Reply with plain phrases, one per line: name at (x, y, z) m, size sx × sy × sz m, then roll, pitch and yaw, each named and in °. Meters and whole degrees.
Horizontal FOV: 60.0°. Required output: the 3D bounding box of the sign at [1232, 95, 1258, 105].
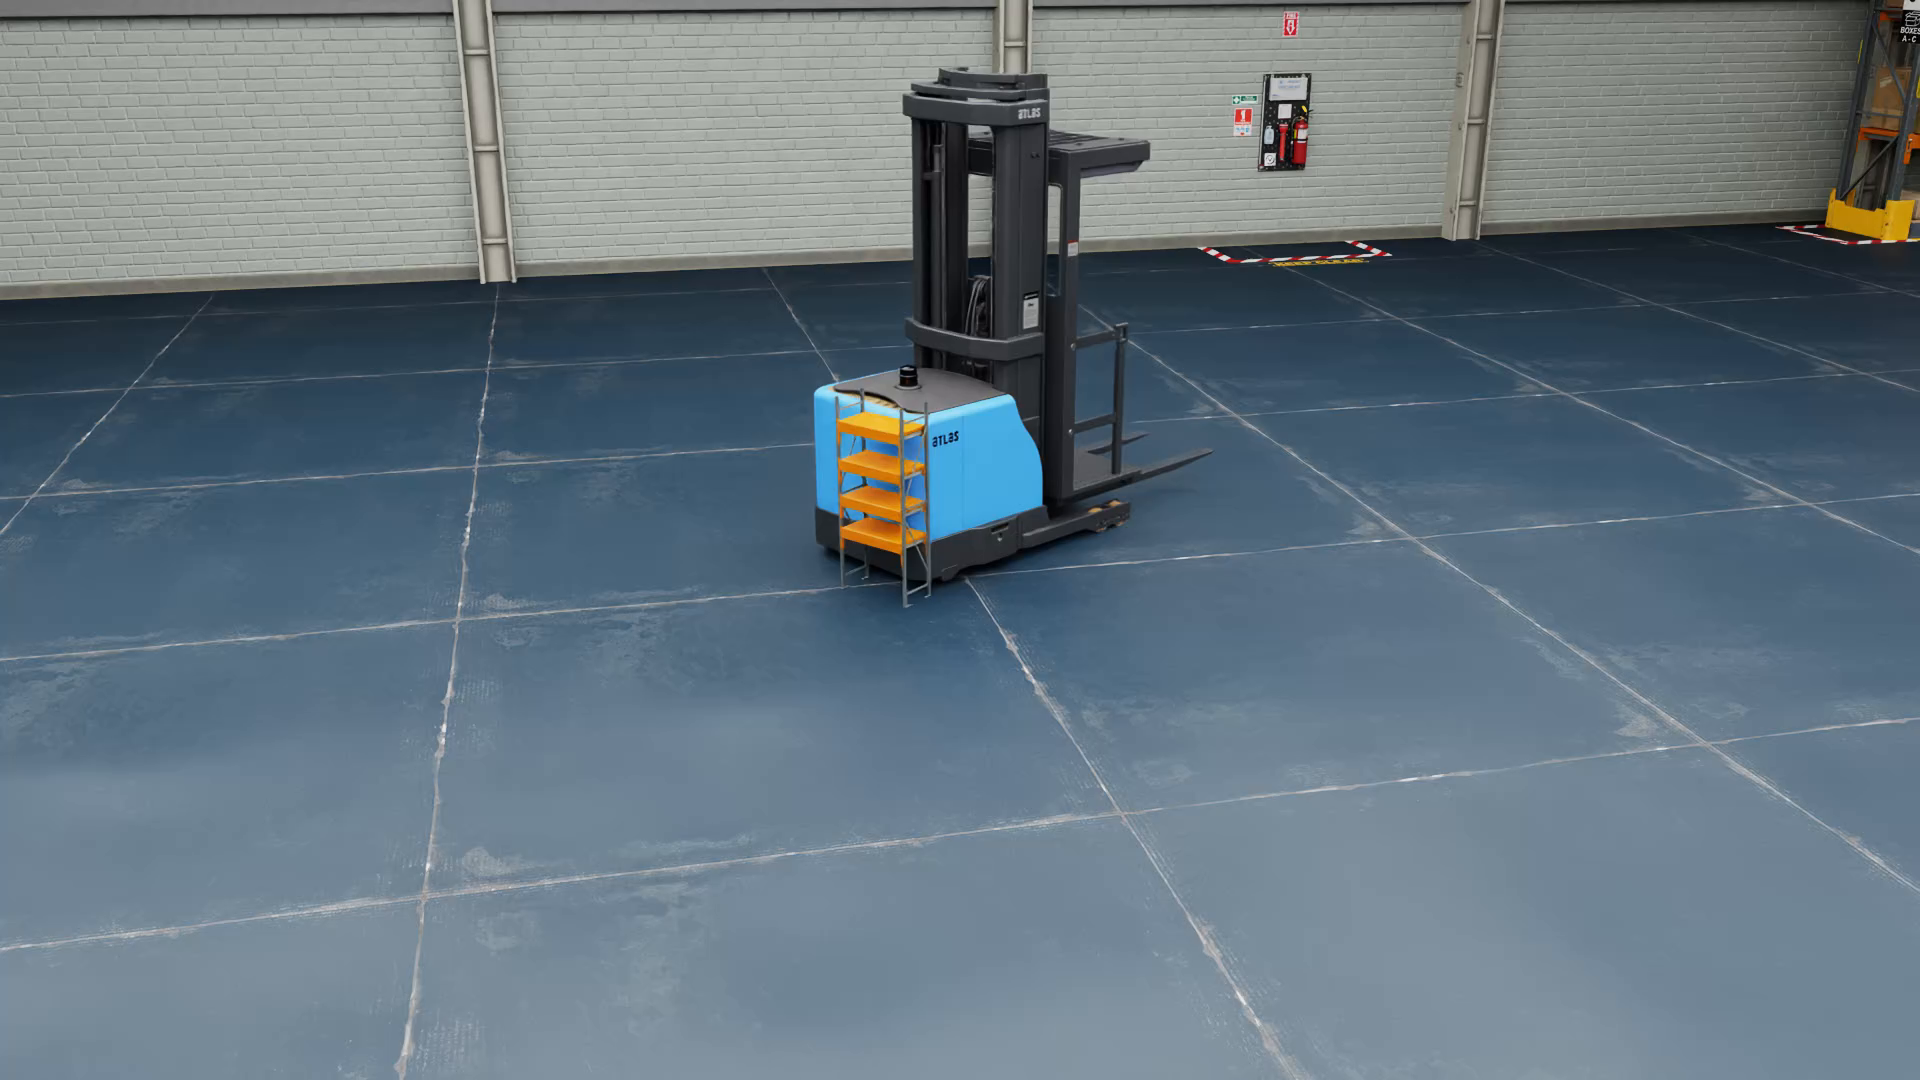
sign at (3.479, -5.376, 20.308) m, size 0.331 × 0.109 × 0.001 m, roll -5°, pitch 21°, yaw -12°

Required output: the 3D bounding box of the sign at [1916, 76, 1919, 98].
sign at (11.930, -5.660, 20.646) m, size 0.005 × 0.325 × 0.100 m, roll -5°, pitch 21°, yaw -12°

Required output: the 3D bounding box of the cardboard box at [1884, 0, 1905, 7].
cardboard box at (12.153, -7.018, 21.076) m, size 0.500 × 0.500 × 0.500 m, roll -3°, pitch 20°, yaw -9°

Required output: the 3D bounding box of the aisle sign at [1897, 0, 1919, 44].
aisle sign at (11.804, -6.550, 20.554) m, size 0.004 × 0.787 × 0.394 m, roll -5°, pitch 21°, yaw -12°

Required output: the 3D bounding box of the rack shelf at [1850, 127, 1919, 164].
rack shelf at (13.752, -5.256, 21.847) m, size 4.000 × 0.370 × 1.077 m, roll -5°, pitch 21°, yaw -12°

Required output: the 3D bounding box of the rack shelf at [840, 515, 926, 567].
rack shelf at (-0.445, 0.002, 9.832) m, size 0.480 × 0.148 × 0.258 m, roll 15°, pitch 26°, yaw 36°

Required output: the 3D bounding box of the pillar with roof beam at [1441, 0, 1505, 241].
pillar with roof beam at (7.439, -6.681, 15.971) m, size 0.400 × 9.000 × 9.100 m, roll -5°, pitch 21°, yaw -12°

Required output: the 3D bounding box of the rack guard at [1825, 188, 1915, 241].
rack guard at (11.879, -4.267, 21.737) m, size 0.348 × 0.500 × 1.175 m, roll -5°, pitch 21°, yaw -12°

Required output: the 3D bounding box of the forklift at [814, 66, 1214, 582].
forklift at (0.497, -1.538, 10.752) m, size 3.031 × 2.935 × 1.130 m, roll -18°, pitch 27°, yaw -40°

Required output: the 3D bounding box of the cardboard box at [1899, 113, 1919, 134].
cardboard box at (12.353, -5.306, 21.129) m, size 0.500 × 0.250 × 0.500 m, roll -5°, pitch 21°, yaw -14°

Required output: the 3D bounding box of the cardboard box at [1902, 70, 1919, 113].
cardboard box at (12.339, -5.663, 21.013) m, size 0.500 × 0.500 × 0.500 m, roll -5°, pitch 21°, yaw -12°

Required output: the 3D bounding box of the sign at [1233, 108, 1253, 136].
sign at (3.473, -5.130, 20.406) m, size 0.234 × 0.329 × 0.001 m, roll -5°, pitch 21°, yaw -12°

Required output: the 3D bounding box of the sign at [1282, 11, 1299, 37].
sign at (4.004, -6.244, 20.128) m, size 0.199 × 0.298 × 0.001 m, roll -5°, pitch 21°, yaw -12°

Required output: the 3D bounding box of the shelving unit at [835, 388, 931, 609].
shelving unit at (-0.447, -0.247, 9.739) m, size 0.503 × 1.200 × 0.258 m, roll 15°, pitch 26°, yaw 36°

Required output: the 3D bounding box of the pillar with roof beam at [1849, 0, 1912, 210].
pillar with roof beam at (13.278, -7.156, 17.267) m, size 0.400 × 9.000 × 9.100 m, roll -5°, pitch 21°, yaw -12°

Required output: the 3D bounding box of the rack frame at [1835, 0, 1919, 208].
rack frame at (11.805, -5.435, 21.291) m, size 0.127 × 3.000 × 1.000 m, roll -5°, pitch 21°, yaw -12°

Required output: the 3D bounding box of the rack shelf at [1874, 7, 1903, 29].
rack shelf at (13.752, -6.664, 21.331) m, size 4.000 × 0.370 × 1.077 m, roll -5°, pitch 21°, yaw -12°

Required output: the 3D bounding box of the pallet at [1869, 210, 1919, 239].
pallet at (12.678, -4.184, 21.930) m, size 1.213 × 0.211 × 1.003 m, roll -5°, pitch 21°, yaw -12°

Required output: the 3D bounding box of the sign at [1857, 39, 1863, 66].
sign at (11.697, -6.315, 21.549) m, size 0.005 × 0.325 × 0.100 m, roll -5°, pitch 21°, yaw -12°

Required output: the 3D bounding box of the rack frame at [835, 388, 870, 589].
rack frame at (-0.638, -0.299, 9.881) m, size 0.015 × 1.200 × 0.240 m, roll 15°, pitch 26°, yaw 36°

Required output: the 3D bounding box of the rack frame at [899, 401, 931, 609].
rack frame at (-0.256, -0.194, 9.596) m, size 0.015 × 1.200 × 0.240 m, roll 15°, pitch 26°, yaw 36°

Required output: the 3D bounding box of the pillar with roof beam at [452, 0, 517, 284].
pillar with roof beam at (-4.239, -5.731, 13.378) m, size 0.400 × 9.000 × 9.100 m, roll -5°, pitch 21°, yaw -12°

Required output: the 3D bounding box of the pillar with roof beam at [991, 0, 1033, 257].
pillar with roof beam at (1.600, -6.206, 14.674) m, size 0.400 × 9.000 × 9.100 m, roll -5°, pitch 21°, yaw -12°

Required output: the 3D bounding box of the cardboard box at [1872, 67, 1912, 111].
cardboard box at (12.215, -5.835, 21.481) m, size 0.500 × 0.500 × 0.500 m, roll -5°, pitch 21°, yaw -13°

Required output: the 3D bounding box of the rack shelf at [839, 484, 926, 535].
rack shelf at (-0.447, -0.184, 9.762) m, size 0.480 × 0.148 × 0.258 m, roll 15°, pitch 26°, yaw 36°

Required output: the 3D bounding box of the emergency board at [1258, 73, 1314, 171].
emergency board at (4.035, -5.122, 20.437) m, size 0.643 × 1.169 × 0.194 m, roll -5°, pitch 21°, yaw -12°

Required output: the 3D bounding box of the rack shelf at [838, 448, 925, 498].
rack shelf at (-0.448, -0.393, 9.684) m, size 0.480 × 0.148 × 0.258 m, roll 15°, pitch 26°, yaw 36°

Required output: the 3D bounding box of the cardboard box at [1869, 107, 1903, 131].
cardboard box at (12.216, -5.476, 21.592) m, size 0.500 × 0.250 × 0.500 m, roll -4°, pitch 21°, yaw -12°

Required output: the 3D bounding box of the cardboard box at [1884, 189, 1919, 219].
cardboard box at (12.499, -4.404, 21.745) m, size 0.500 × 0.311 × 0.500 m, roll -7°, pitch 21°, yaw -19°

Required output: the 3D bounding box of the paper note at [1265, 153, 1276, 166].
paper note at (3.847, -4.718, 20.614) m, size 0.142 × 0.148 × 0.016 m, roll -5°, pitch 21°, yaw -12°

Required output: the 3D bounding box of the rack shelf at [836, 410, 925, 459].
rack shelf at (-0.450, -0.614, 9.600) m, size 0.480 × 0.148 × 0.258 m, roll 15°, pitch 26°, yaw 36°
